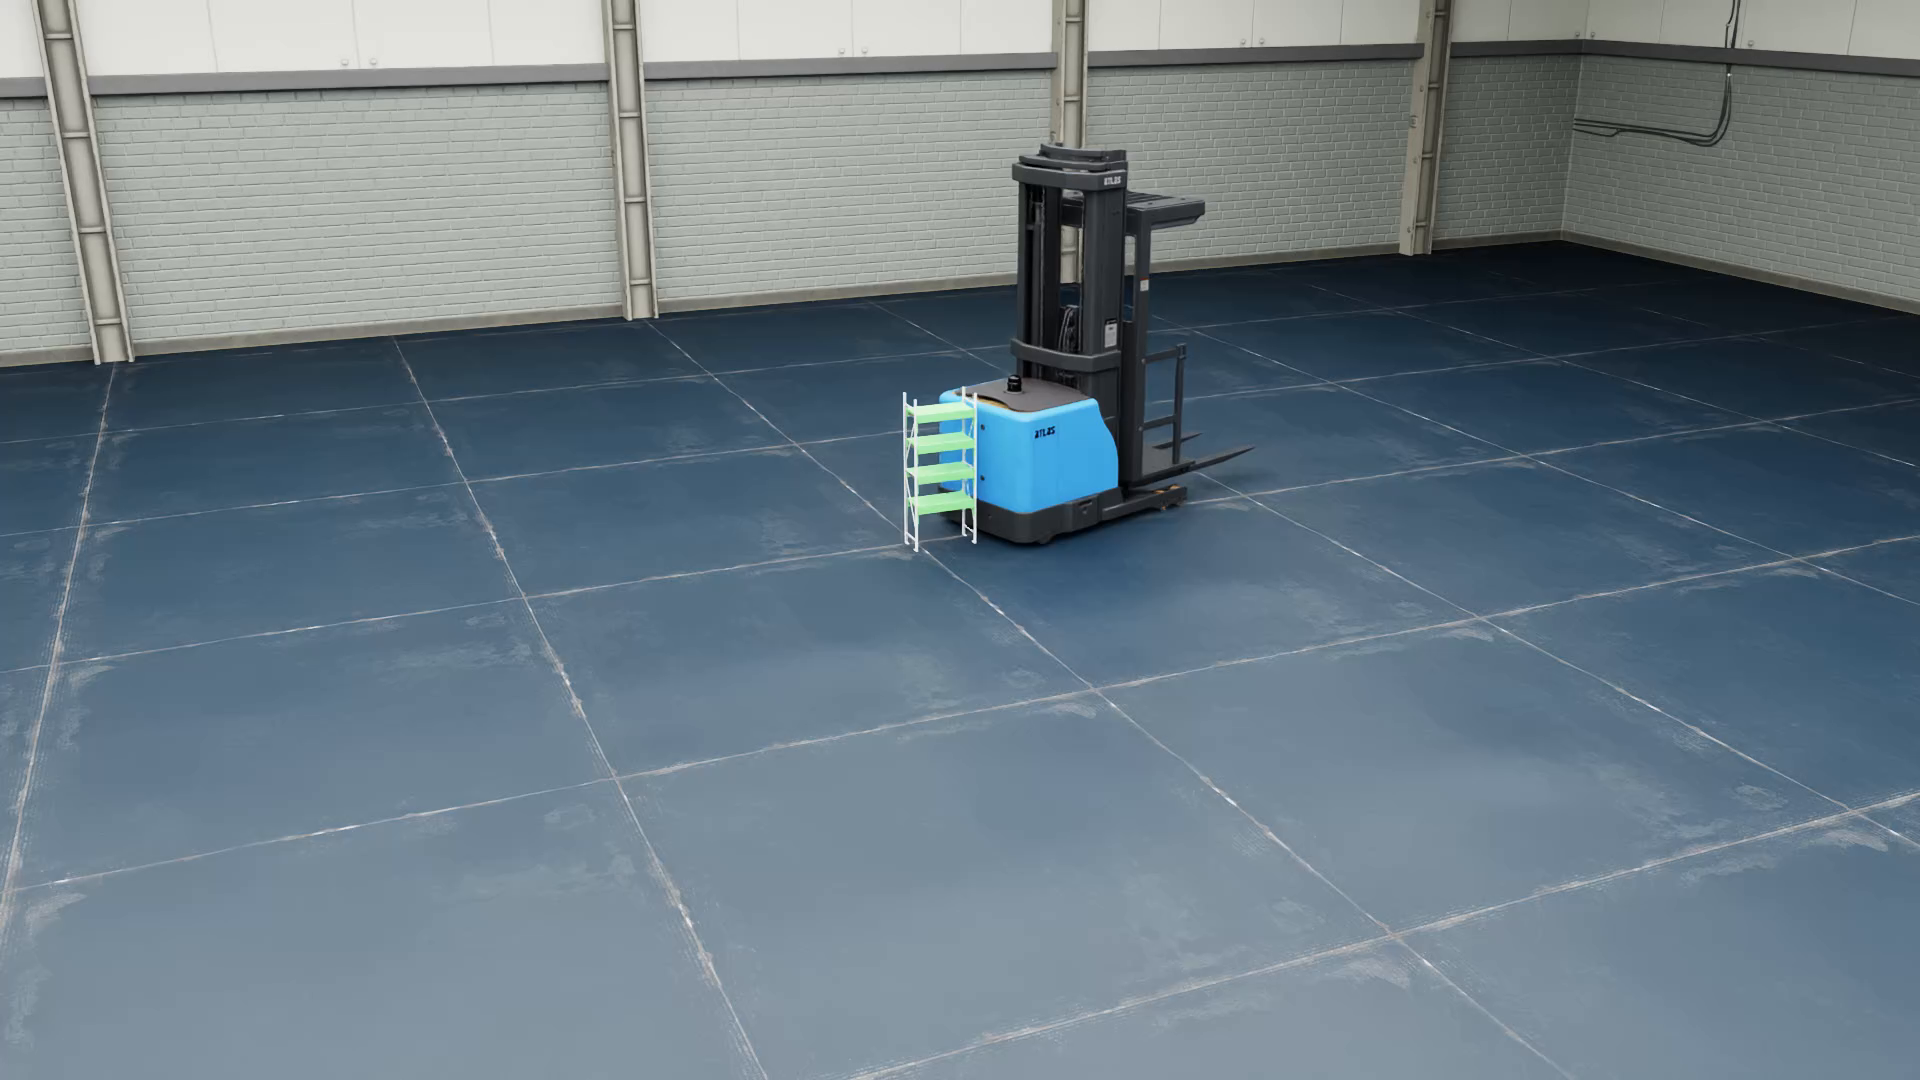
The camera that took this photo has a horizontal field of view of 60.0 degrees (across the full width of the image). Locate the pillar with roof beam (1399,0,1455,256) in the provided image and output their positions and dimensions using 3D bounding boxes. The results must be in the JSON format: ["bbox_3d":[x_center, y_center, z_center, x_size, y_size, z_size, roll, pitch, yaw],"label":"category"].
[{"bbox_3d":[8.682,-7.334,20.303,0.400,9.000,9.100,-8,21,-22],"label":"pillar with roof beam"}]

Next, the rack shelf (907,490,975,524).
[{"bbox_3d":[-0.152,-0.258,12.862,0.480,0.148,0.258,-8,21,-22],"label":"rack shelf"}]

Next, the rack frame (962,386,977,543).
[{"bbox_3d":[0.072,-0.576,12.852,0.015,1.200,0.240,-8,21,-22],"label":"rack frame"}]

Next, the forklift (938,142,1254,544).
[{"bbox_3d":[1.256,-1.741,13.553,3.031,2.935,1.130,-17,25,-39],"label":"forklift"}]

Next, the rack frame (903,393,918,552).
[{"bbox_3d":[-0.376,-0.512,12.670,0.015,1.200,0.240,-8,21,-22],"label":"rack frame"}]

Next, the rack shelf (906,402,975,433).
[{"bbox_3d":[-0.152,-0.937,12.623,0.480,0.148,0.258,-8,21,-22],"label":"rack shelf"}]

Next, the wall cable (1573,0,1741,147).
[{"bbox_3d":[10.205,-7.167,24.502,0.112,2.526,3.097,-8,21,-22],"label":"wall cable"}]

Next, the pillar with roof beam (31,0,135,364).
[{"bbox_3d":[-7.846,-4.966,13.578,0.400,9.000,9.100,-8,21,-22],"label":"pillar with roof beam"}]

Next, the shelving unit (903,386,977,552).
[{"bbox_3d":[-0.152,-0.544,12.761,0.503,1.200,0.258,-8,21,-22],"label":"shelving unit"}]

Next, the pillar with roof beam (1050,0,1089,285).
[{"bbox_3d":[3.172,-6.545,18.061,0.400,9.000,9.100,-8,21,-22],"label":"pillar with roof beam"}]

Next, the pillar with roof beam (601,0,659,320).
[{"bbox_3d":[-2.337,-5.756,15.819,0.400,9.000,9.100,-8,21,-22],"label":"pillar with roof beam"}]

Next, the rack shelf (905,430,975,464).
[{"bbox_3d":[-0.152,-0.710,12.702,0.480,0.148,0.258,-8,21,-22],"label":"rack shelf"}]

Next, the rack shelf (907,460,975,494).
[{"bbox_3d":[-0.152,-0.484,12.782,0.480,0.148,0.258,-8,21,-22],"label":"rack shelf"}]
